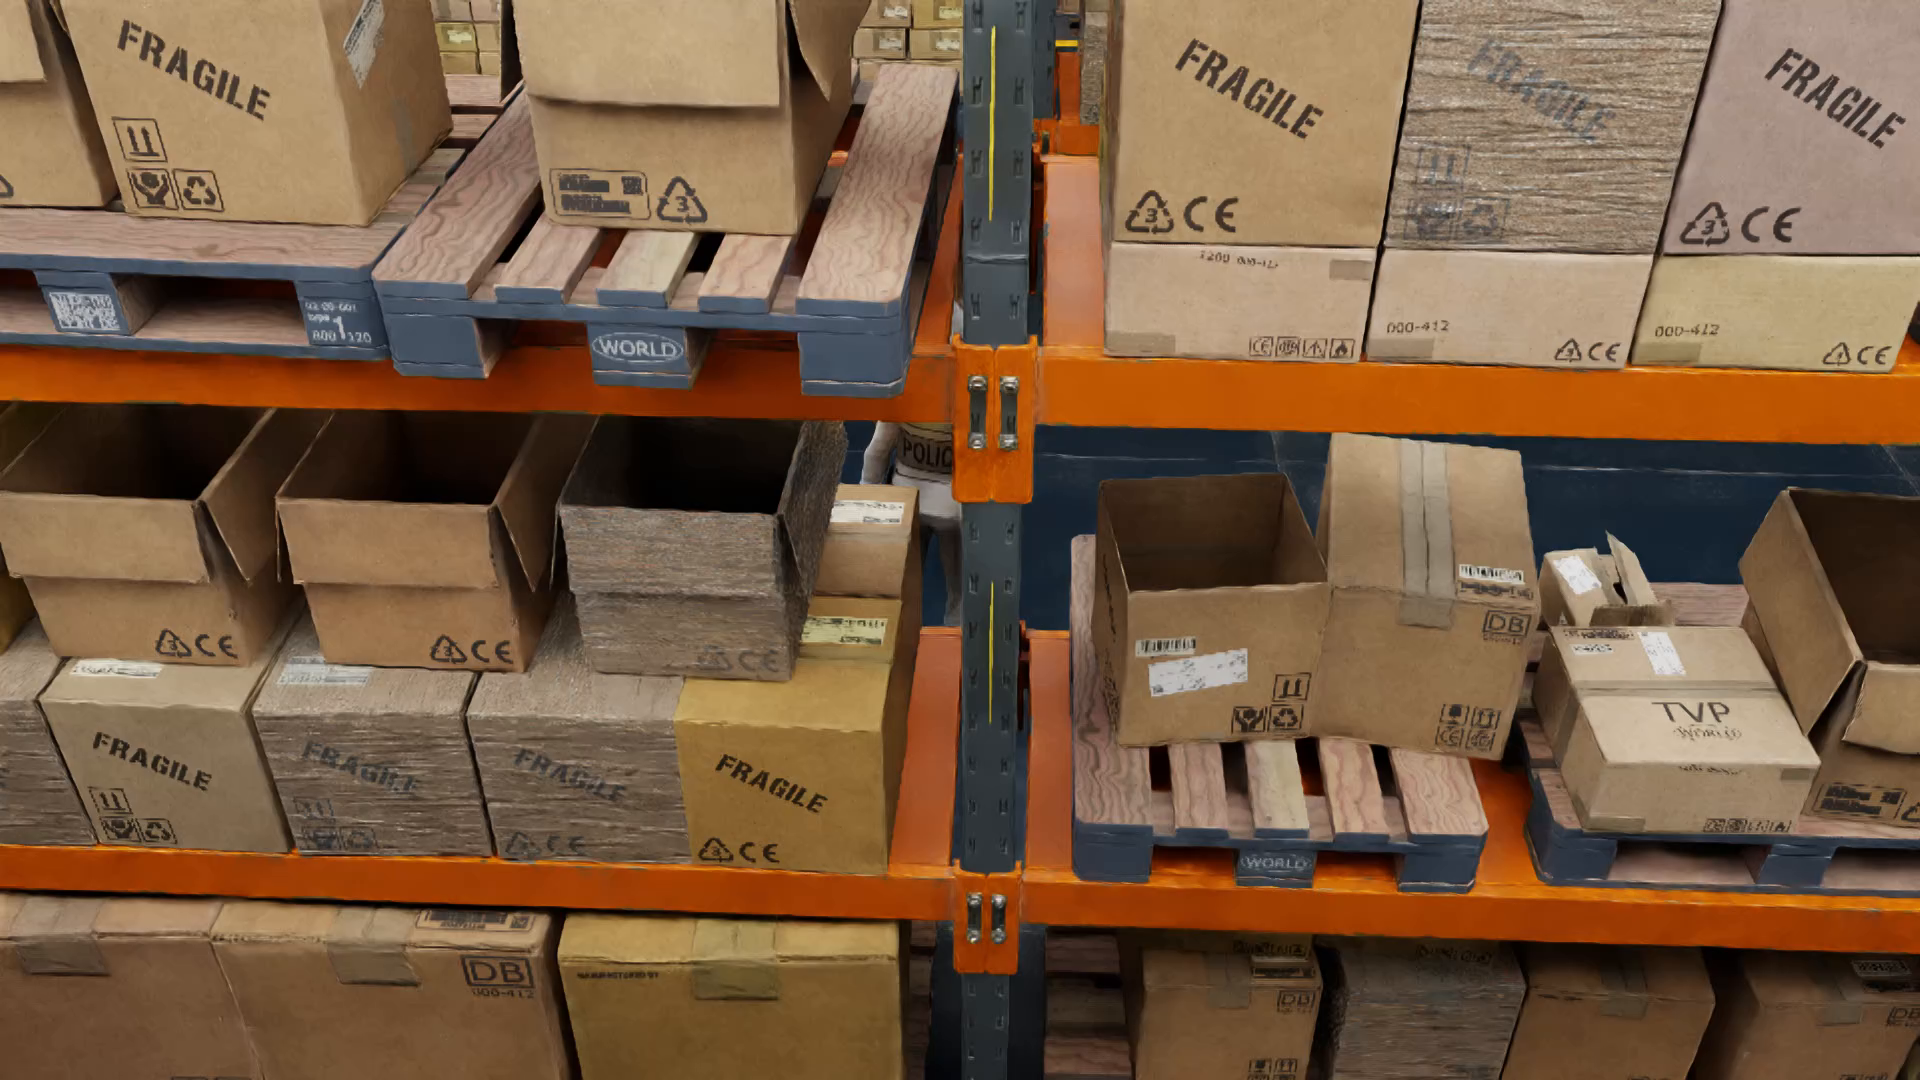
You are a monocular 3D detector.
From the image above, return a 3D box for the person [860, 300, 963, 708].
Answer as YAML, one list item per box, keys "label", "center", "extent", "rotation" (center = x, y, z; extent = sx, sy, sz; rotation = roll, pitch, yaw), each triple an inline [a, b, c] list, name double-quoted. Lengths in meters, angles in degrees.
- label: "person"
  center: [-0.081, -0.118, 6.258]
  extent: [0.608, 1.689, 0.357]
  rotation: [9, 37, 13]
